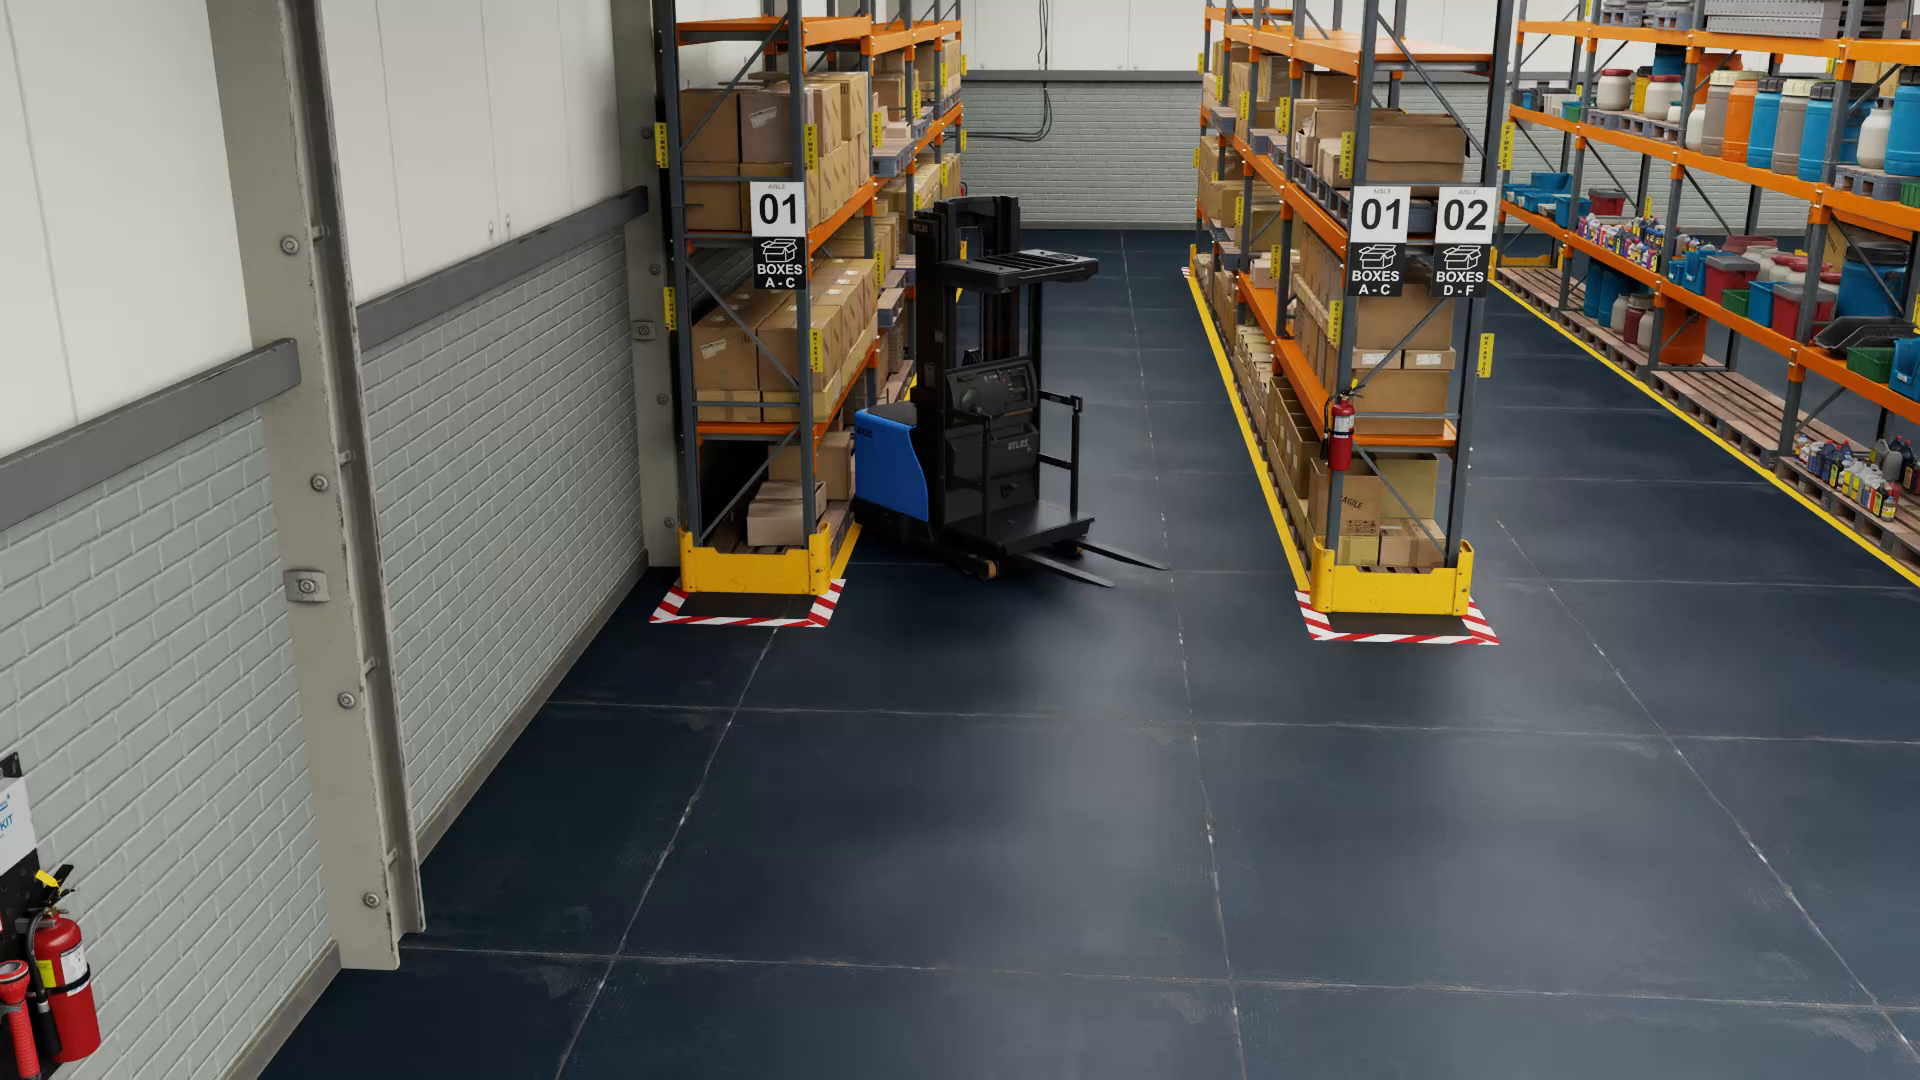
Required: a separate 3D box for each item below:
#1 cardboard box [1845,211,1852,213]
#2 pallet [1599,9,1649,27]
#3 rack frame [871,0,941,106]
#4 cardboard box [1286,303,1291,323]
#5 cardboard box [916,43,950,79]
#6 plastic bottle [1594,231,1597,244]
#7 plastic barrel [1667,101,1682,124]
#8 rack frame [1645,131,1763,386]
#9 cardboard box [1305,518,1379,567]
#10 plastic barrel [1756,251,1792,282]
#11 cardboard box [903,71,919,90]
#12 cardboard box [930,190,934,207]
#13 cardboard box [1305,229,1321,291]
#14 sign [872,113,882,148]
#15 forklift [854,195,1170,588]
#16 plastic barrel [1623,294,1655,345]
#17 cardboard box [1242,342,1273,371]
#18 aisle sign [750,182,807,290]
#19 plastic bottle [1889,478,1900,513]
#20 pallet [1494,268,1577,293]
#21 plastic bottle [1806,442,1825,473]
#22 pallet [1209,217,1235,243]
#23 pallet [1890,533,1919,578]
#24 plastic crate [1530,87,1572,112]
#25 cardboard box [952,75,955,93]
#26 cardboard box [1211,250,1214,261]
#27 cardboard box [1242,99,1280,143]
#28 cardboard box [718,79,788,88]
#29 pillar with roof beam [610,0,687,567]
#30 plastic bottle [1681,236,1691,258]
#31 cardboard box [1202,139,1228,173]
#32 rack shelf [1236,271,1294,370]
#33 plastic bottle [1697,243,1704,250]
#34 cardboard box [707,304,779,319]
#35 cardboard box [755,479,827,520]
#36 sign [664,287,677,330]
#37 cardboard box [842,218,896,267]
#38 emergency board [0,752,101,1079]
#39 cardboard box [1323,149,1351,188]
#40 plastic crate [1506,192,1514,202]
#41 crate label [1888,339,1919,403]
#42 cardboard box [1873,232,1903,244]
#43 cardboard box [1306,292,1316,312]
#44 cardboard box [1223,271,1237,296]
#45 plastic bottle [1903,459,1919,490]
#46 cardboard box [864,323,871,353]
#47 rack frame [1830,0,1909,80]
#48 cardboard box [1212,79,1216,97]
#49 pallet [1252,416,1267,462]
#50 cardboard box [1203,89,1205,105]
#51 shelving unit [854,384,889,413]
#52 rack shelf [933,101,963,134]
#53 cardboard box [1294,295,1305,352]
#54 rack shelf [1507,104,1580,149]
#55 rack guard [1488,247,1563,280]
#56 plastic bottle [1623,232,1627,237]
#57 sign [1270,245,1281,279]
[{"bbox_3d":[13.911,-5.129,25.661,0.380,0.149,0.250,1,18,3],"label":"cardboard box"},{"bbox_3d":[9.082,-6.852,21.827,1.003,0.211,1.213,1,18,4],"label":"pallet"},{"bbox_3d":[-0.771,-7.610,23.197,1.000,3.000,0.127,1,18,4],"label":"rack frame"},{"bbox_3d":[3.476,-2.379,17.081,0.396,0.266,0.258,1,18,3],"label":"cardboard box"},{"bbox_3d":[-0.410,-7.092,24.633,0.500,0.500,0.500,1,18,3],"label":"cardboard box"},{"bbox_3d":[8.621,-4.099,22.435,0.097,0.201,0.097,0,18,0],"label":"plastic bottle"},{"bbox_3d":[8.754,-5.191,20.180,0.301,0.262,0.301,0,18,0],"label":"plastic barrel"},{"bbox_3d":[8.824,-3.296,19.664,1.000,3.000,0.127,1,18,4],"label":"rack frame"},{"bbox_3d":[3.053,0.011,13.314,0.500,0.250,0.500,1,18,4],"label":"cardboard box"},{"bbox_3d":[8.933,-2.894,18.258,0.421,0.512,0.421,0,18,0],"label":"plastic barrel"},{"bbox_3d":[-0.919,-5.996,22.221,0.700,0.500,0.500,1,18,3],"label":"cardboard box"},{"bbox_3d":[-0.624,-4.494,22.651,0.500,0.500,0.500,1,18,4],"label":"cardboard box"},{"bbox_3d":[3.536,-2.534,15.096,0.700,0.500,0.500,1,18,4],"label":"cardboard box"},{"bbox_3d":[-0.803,-3.936,15.971,0.100,0.325,0.005,1,18,4],"label":"sign"},{"bbox_3d":[0.408,-1.246,13.518,1.130,2.935,3.031,-15,23,-38],"label":"forklift"},{"bbox_3d":[8.923,-2.853,21.510,0.600,0.588,0.708,1,18,4],"label":"plastic barrel"},{"bbox_3d":[3.485,-2.089,18.823,0.500,0.311,0.500,1,18,2],"label":"cardboard box"},{"bbox_3d":[-1.337,-2.239,12.263,0.394,0.787,0.004,1,18,4],"label":"aisle sign"},{"bbox_3d":[8.096,-0.385,14.437,0.061,0.283,0.133,1,18,4],"label":"plastic bottle"},{"bbox_3d":[9.299,-4.200,26.902,1.003,0.211,1.213,1,18,4],"label":"pallet"},{"bbox_3d":[8.081,-0.778,15.648,0.152,0.276,0.135,2,18,6],"label":"plastic bottle"},{"bbox_3d":[4.004,-4.313,23.077,1.003,0.211,1.213,1,18,4],"label":"pallet"},{"bbox_3d":[8.272,0.237,13.361,1.003,0.211,1.213,1,18,4],"label":"pallet"},{"bbox_3d":[9.013,-6.708,25.360,0.504,0.338,0.767,1,18,4],"label":"plastic crate"},{"bbox_3d":[-0.341,-7.046,25.698,0.500,0.250,0.500,1,18,2],"label":"cardboard box"},{"bbox_3d":[4.300,-4.256,25.898,0.797,0.503,0.637,1,18,4],"label":"cardboard box"},{"bbox_3d":[3.881,-5.017,19.939,0.910,0.500,0.500,1,18,4],"label":"cardboard box"},{"bbox_3d":[-1.732,-3.608,14.002,0.500,0.500,0.500,1,18,4],"label":"cardboard box"},{"bbox_3d":[1.850,-4.024,12.252,9.100,9.000,0.400,1,18,4],"label":"pillar with roof beam"},{"bbox_3d":[9.295,-3.756,21.275,0.097,0.271,0.097,0,18,0],"label":"plastic bottle"},{"bbox_3d":[4.132,-6.121,26.518,0.500,0.500,0.500,1,18,4],"label":"cardboard box"},{"bbox_3d":[3.740,-2.445,18.222,1.077,0.370,4.000,1,18,4],"label":"rack shelf"},{"bbox_3d":[9.185,-3.542,20.623,0.097,0.271,0.097,0,18,0],"label":"plastic bottle"},{"bbox_3d":[-1.764,-1.634,13.598,0.500,0.500,0.500,2,18,5],"label":"cardboard box"},{"bbox_3d":[-1.451,-0.354,14.297,0.500,0.311,0.500,3,18,8],"label":"cardboard box"},{"bbox_3d":[-2.184,-1.751,12.584,0.100,0.325,0.005,1,18,4],"label":"sign"},{"bbox_3d":[-1.095,-3.453,19.278,0.700,0.500,0.500,0,18,-1],"label":"cardboard box"},{"bbox_3d":[-3.089,1.361,5.452,0.194,1.169,0.643,1,18,4],"label":"emergency board"},{"bbox_3d":[3.129,-2.907,13.001,0.500,0.250,0.500,1,18,4],"label":"cardboard box"},{"bbox_3d":[8.945,-5.517,26.769,0.250,0.136,0.298,1,18,4],"label":"plastic crate"},{"bbox_3d":[8.112,-1.406,13.839,0.502,0.435,0.616,1,18,4],"label":"crate label"},{"bbox_3d":[14.242,-4.100,24.857,0.875,0.875,0.875,1,18,4],"label":"cardboard box"},{"bbox_3d":[3.312,-2.125,14.888,0.380,0.149,0.250,1,18,2],"label":"cardboard box"},{"bbox_3d":[3.785,-3.416,22.136,0.500,0.250,0.500,1,18,3],"label":"cardboard box"},{"bbox_3d":[8.637,-0.600,15.092,0.061,0.283,0.133,1,18,4],"label":"plastic bottle"},{"bbox_3d":[-1.120,-1.905,15.627,0.500,0.250,0.500,1,18,4],"label":"cardboard box"},{"bbox_3d":[14.337,-8.521,25.976,1.000,3.000,0.127,1,18,4],"label":"rack frame"},{"bbox_3d":[4.011,-6.709,24.702,0.500,0.250,0.500,1,18,4],"label":"cardboard box"},{"bbox_3d":[3.610,-1.070,17.349,1.003,0.211,1.213,1,18,4],"label":"pallet"},{"bbox_3d":[4.166,-7.093,26.675,0.500,0.250,0.500,1,18,4],"label":"cardboard box"},{"bbox_3d":[-0.782,-0.770,14.847,0.258,1.200,0.189,-15,23,-38],"label":"shelving unit"},{"bbox_3d":[-0.628,-6.464,25.671,1.077,0.370,4.000,1,18,4],"label":"rack shelf"},{"bbox_3d":[3.571,-2.075,15.778,0.700,0.500,0.500,1,18,2],"label":"cardboard box"},{"bbox_3d":[9.254,-6.243,24.996,1.077,0.370,4.000,1,18,4],"label":"rack shelf"},{"bbox_3d":[9.386,-4.600,27.660,1.175,0.500,0.348,1,18,4],"label":"rack guard"},{"bbox_3d":[8.593,-3.828,21.476,0.061,0.283,0.133,1,18,4],"label":"plastic bottle"},{"bbox_3d":[3.055,-2.687,16.074,0.100,0.325,0.005,1,18,4],"label":"sign"}]
